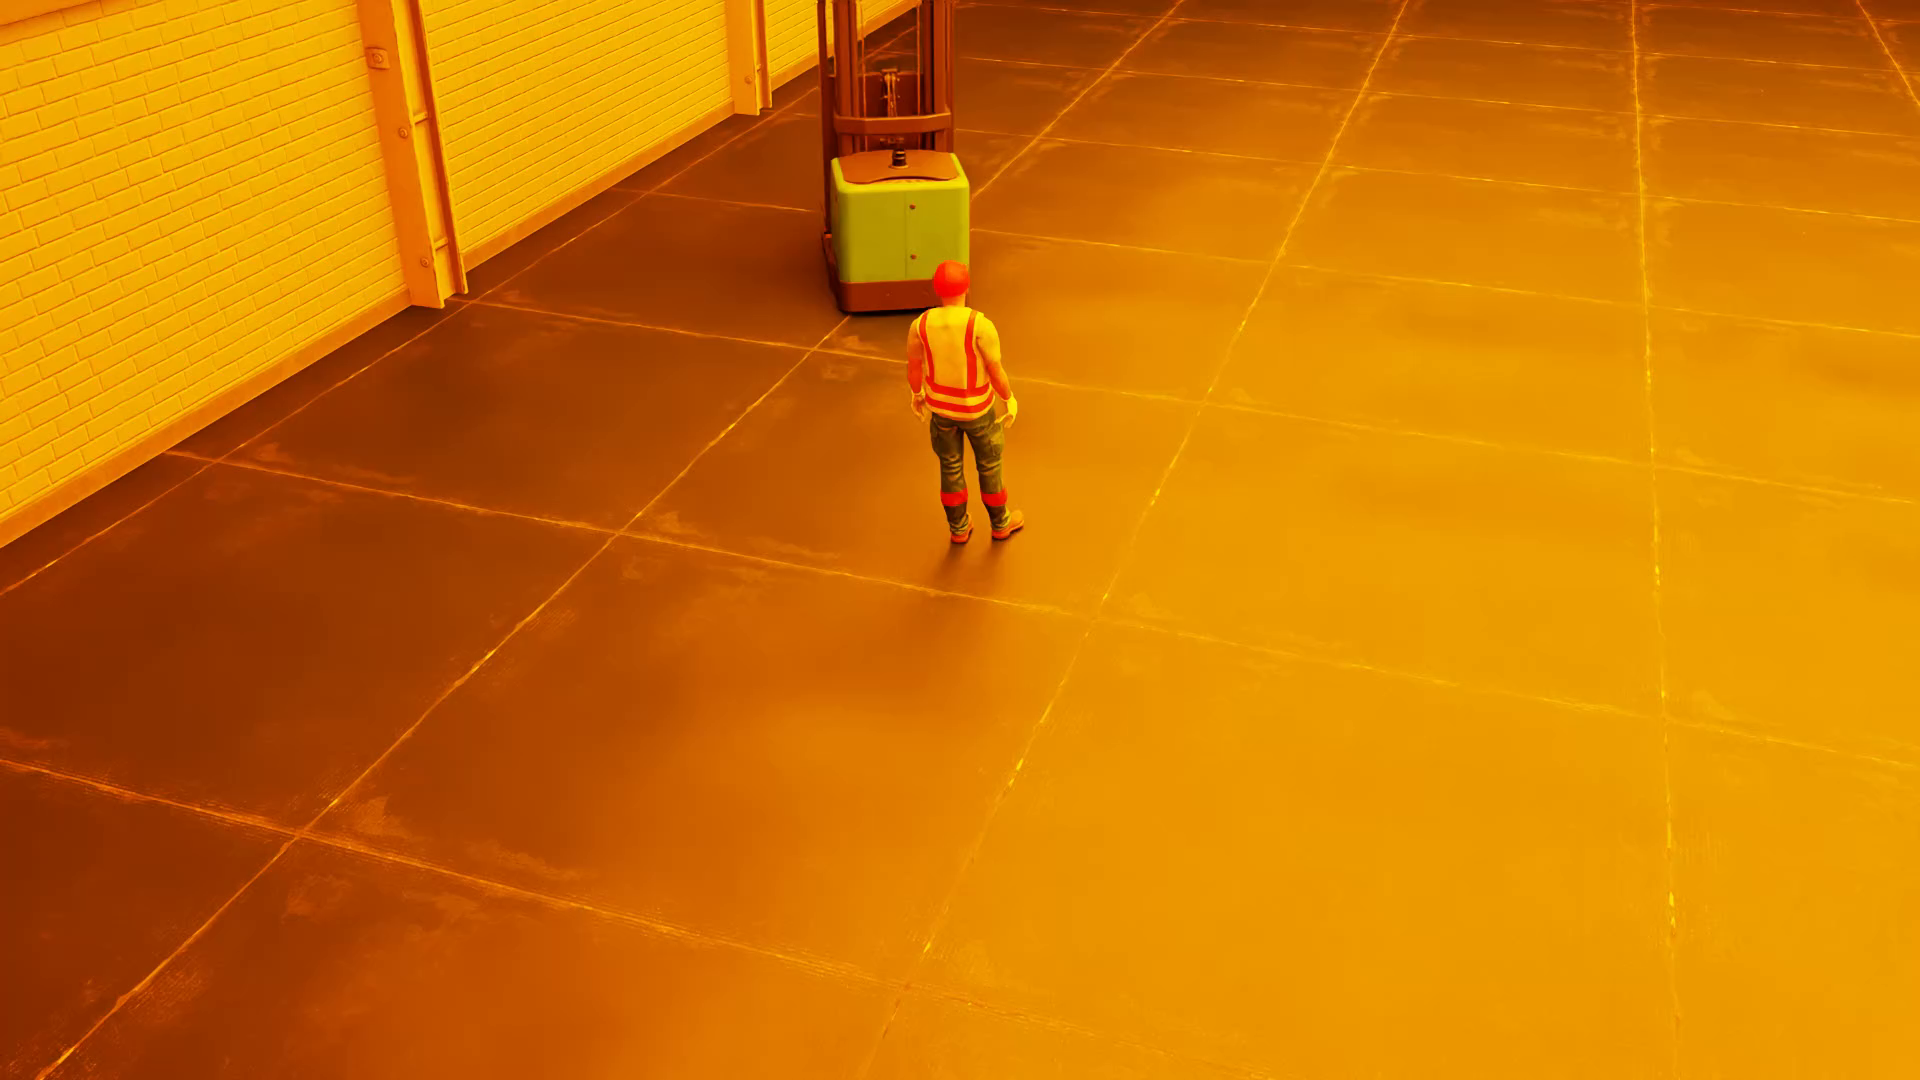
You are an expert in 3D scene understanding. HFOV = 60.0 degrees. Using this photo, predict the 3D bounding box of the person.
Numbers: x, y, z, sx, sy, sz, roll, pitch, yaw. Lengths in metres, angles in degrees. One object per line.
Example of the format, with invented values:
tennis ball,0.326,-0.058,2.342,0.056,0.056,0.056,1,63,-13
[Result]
person,0.038,-0.820,9.712,0.637,1.790,0.562,10,31,16

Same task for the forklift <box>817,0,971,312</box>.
forklift,-0.628,-3.780,13.768,1.130,2.935,3.031,-4,30,-7
